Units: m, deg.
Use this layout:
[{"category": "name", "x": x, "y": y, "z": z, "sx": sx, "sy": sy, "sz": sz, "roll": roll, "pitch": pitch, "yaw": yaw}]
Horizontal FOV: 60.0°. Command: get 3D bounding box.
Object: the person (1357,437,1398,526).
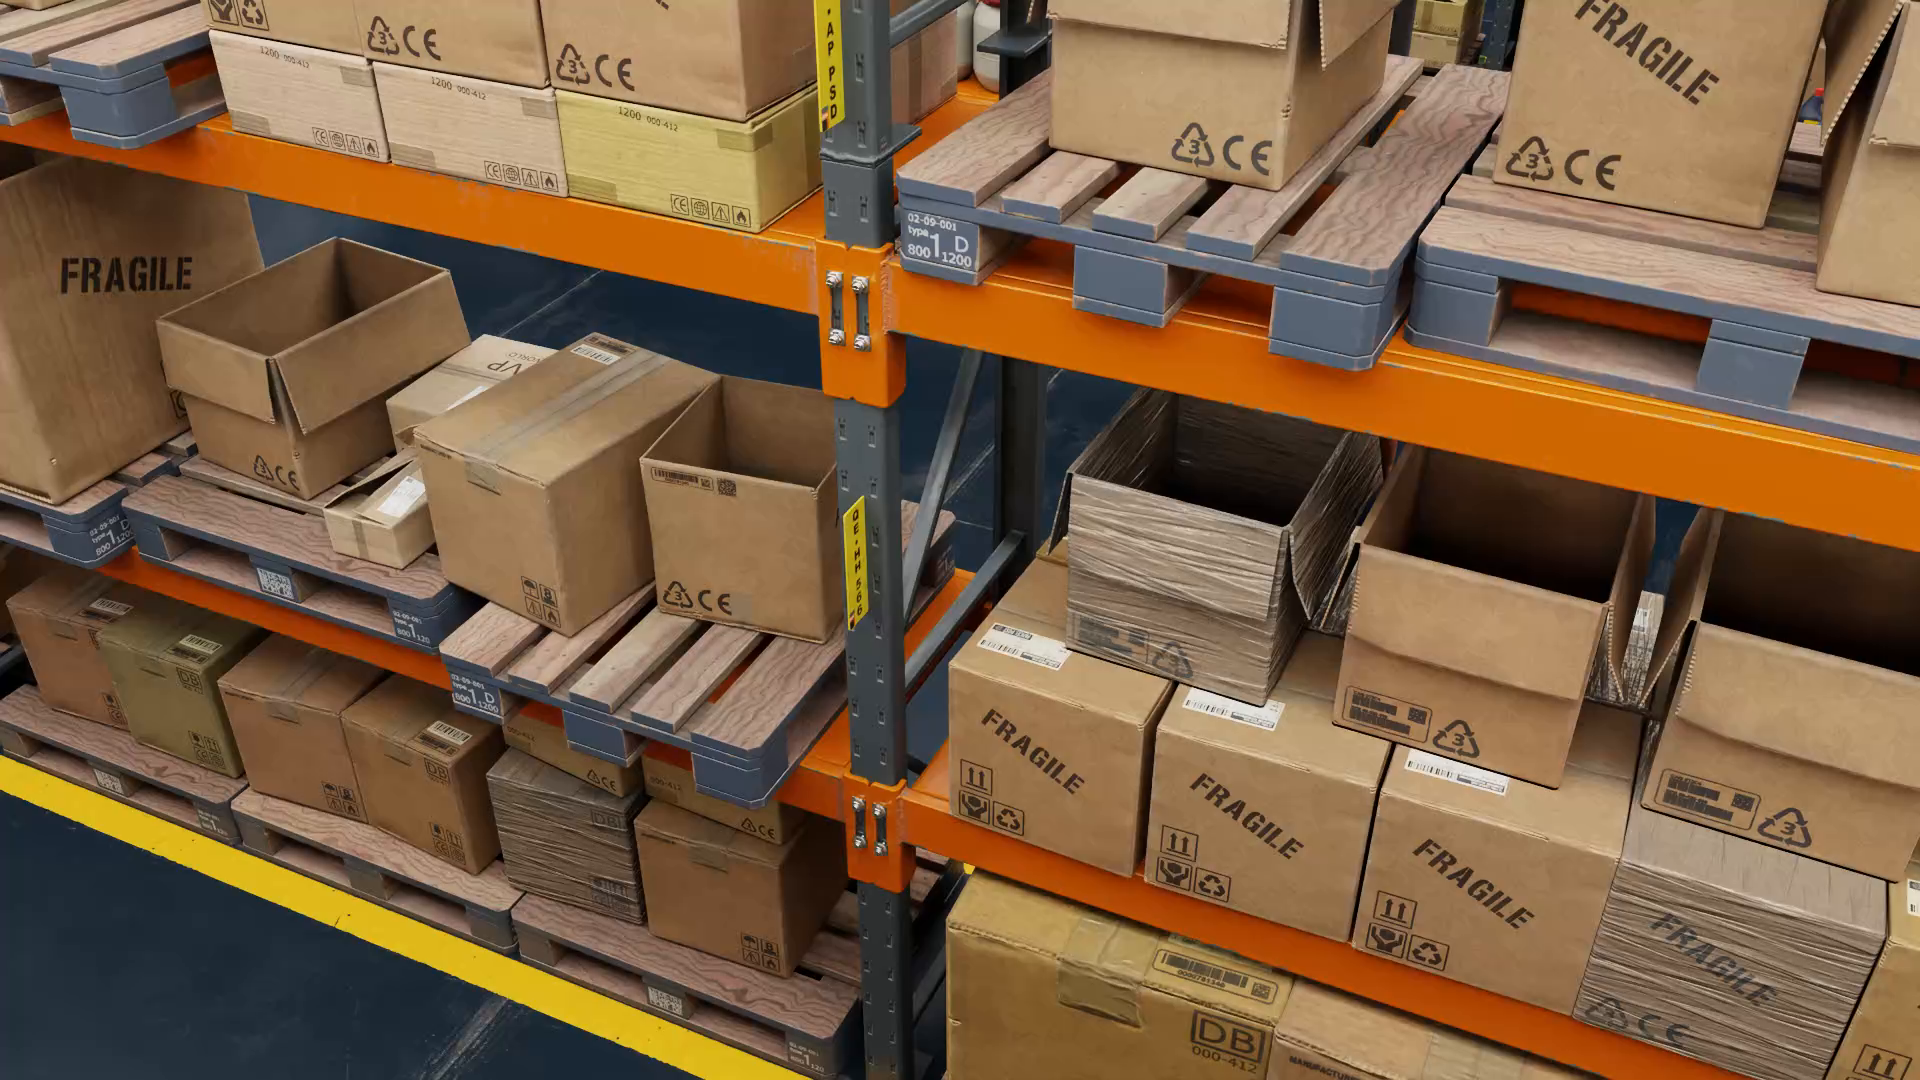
[{"category": "person", "x": 1.474, "y": -0.320, "z": 6.623, "sx": 0.563, "sy": 1.653, "sz": 0.369, "roll": 13, "pitch": 36, "yaw": 18}]
